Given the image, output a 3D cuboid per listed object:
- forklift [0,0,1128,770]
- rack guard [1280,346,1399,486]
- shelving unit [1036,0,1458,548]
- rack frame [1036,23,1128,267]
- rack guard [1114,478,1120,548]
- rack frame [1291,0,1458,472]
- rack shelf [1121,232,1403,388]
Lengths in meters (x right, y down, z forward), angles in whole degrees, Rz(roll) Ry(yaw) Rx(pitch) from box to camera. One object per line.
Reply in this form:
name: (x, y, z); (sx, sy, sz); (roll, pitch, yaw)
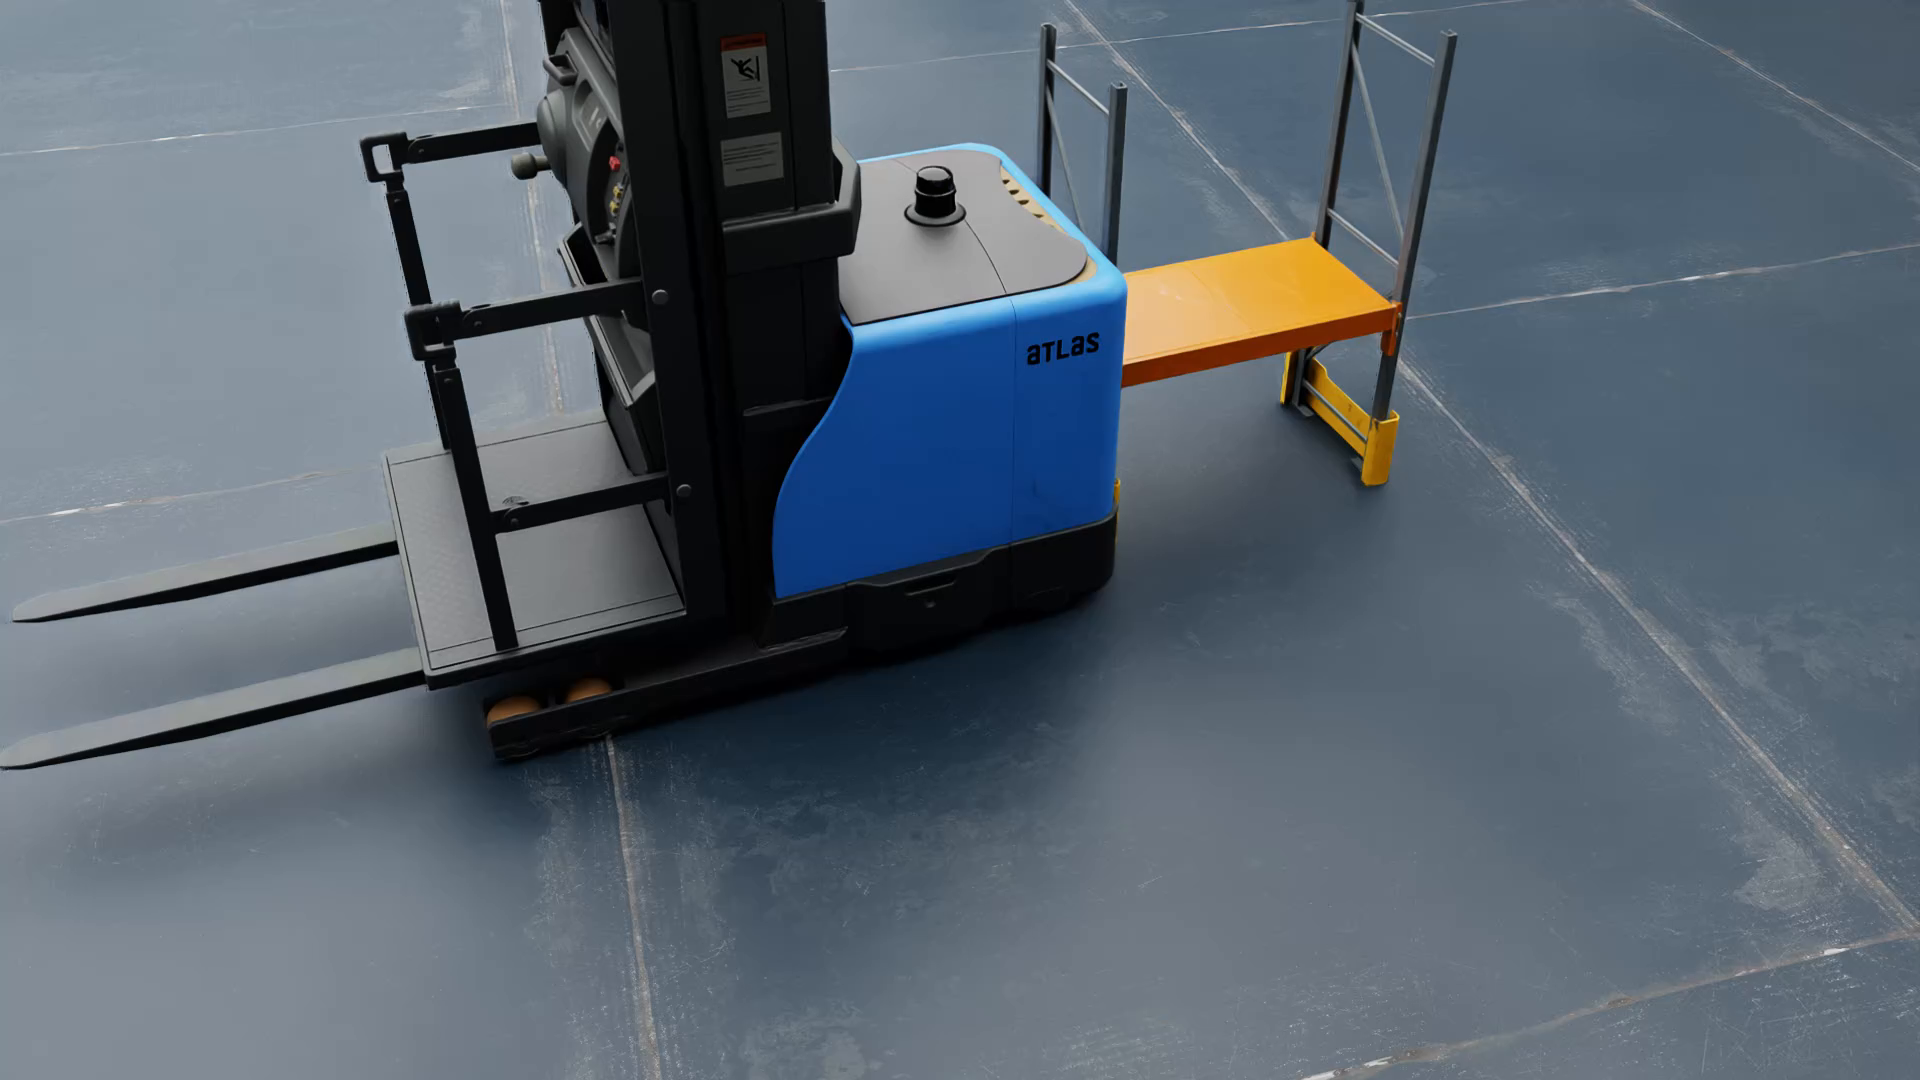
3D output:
forklift: (-1.107, -0.944, 4.072); (3.031, 2.935, 1.130); (-13, 39, -17)
rack guard: (1.276, -0.448, 5.630); (0.087, 0.250, 0.587); (-13, 39, -17)
shelving unit: (0.813, -0.834, 5.105); (1.083, 1.500, 0.587); (-13, 39, -17)
rack frame: (0.331, -0.719, 4.955); (0.032, 1.500, 0.500); (-13, 39, -17)
rack guard: (0.349, -0.227, 5.340); (0.087, 0.250, 0.587); (-13, 39, -17)
rack frame: (1.277, -0.945, 5.251); (0.032, 1.500, 0.500); (-13, 39, -17)
rack shelf: (0.804, -0.689, 5.212); (1.000, 0.185, 0.538); (-13, 39, -17)
